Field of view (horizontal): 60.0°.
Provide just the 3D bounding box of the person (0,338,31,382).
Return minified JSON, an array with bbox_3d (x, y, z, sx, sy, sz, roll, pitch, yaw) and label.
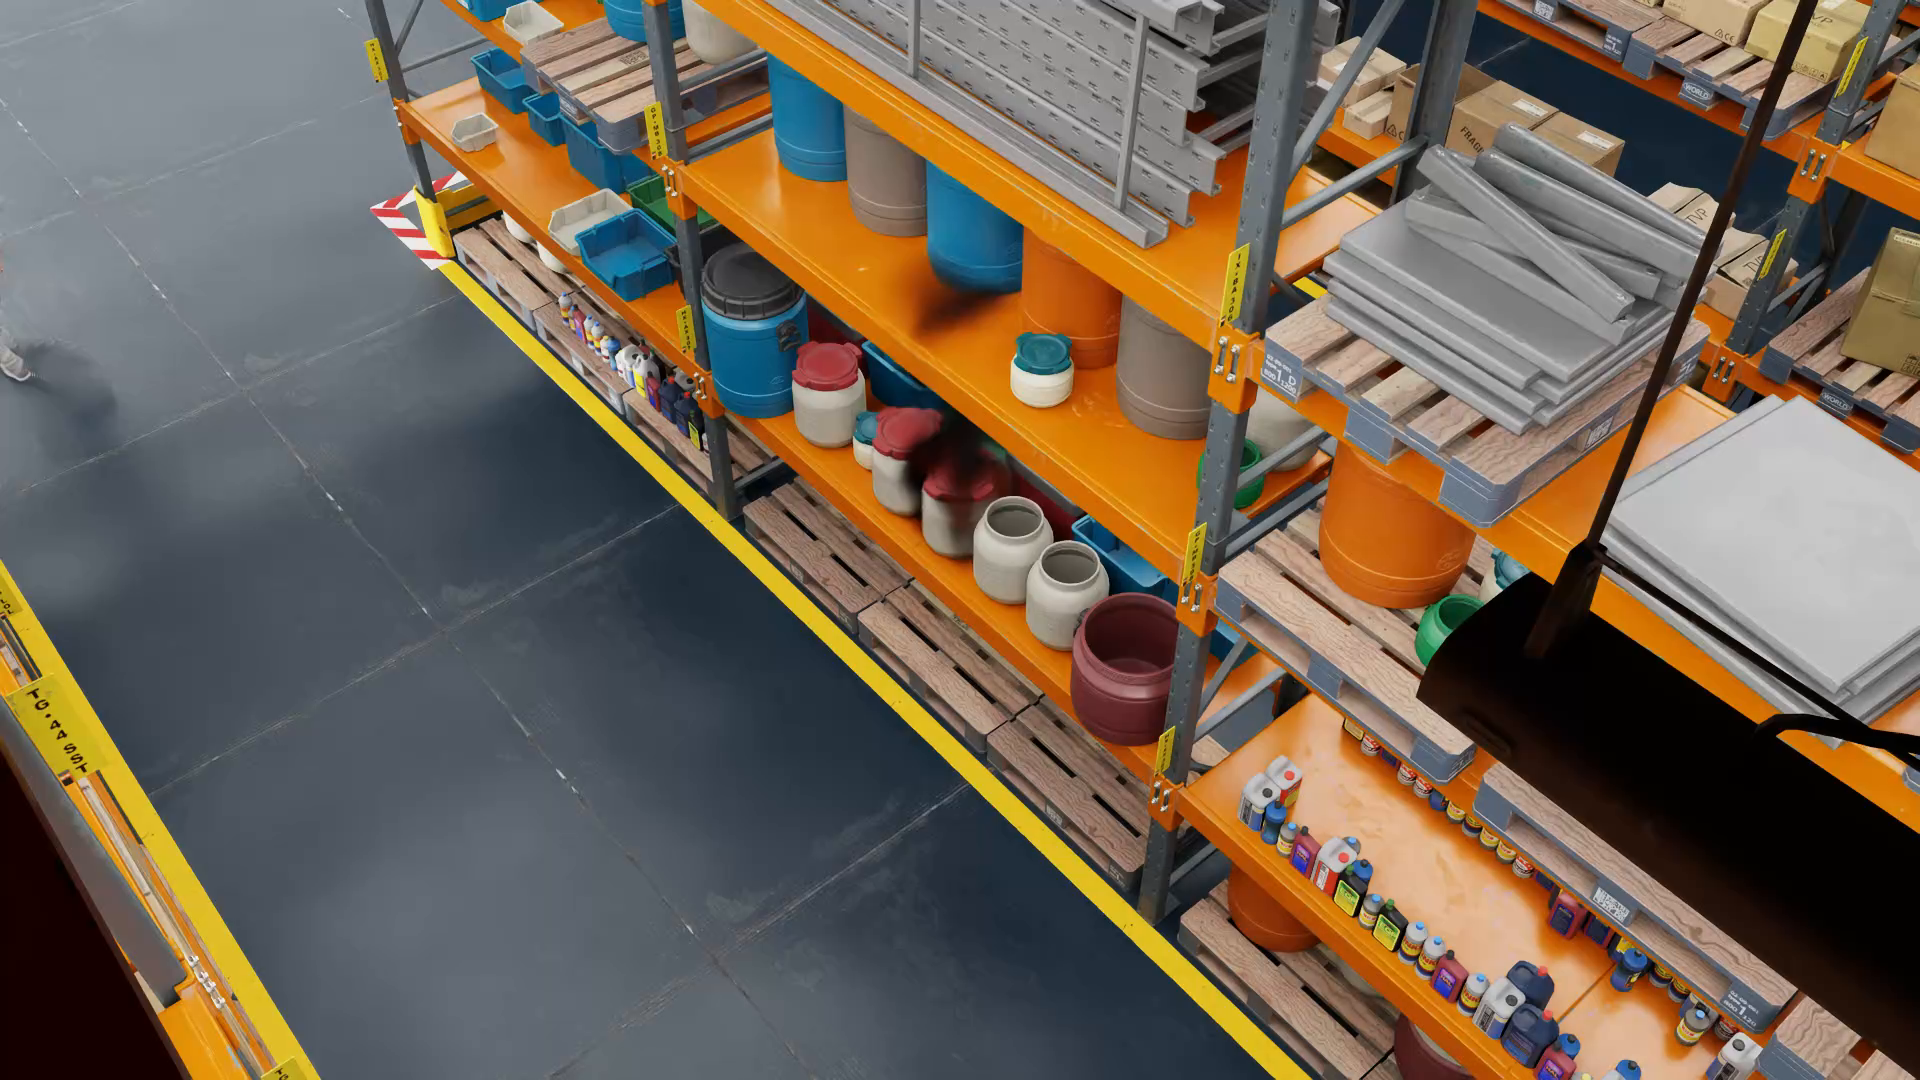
[{"bbox_3d":[-7.028,-1.795,11.580,0.663,1.657,0.589,14,48,13],"label":"person"}]
